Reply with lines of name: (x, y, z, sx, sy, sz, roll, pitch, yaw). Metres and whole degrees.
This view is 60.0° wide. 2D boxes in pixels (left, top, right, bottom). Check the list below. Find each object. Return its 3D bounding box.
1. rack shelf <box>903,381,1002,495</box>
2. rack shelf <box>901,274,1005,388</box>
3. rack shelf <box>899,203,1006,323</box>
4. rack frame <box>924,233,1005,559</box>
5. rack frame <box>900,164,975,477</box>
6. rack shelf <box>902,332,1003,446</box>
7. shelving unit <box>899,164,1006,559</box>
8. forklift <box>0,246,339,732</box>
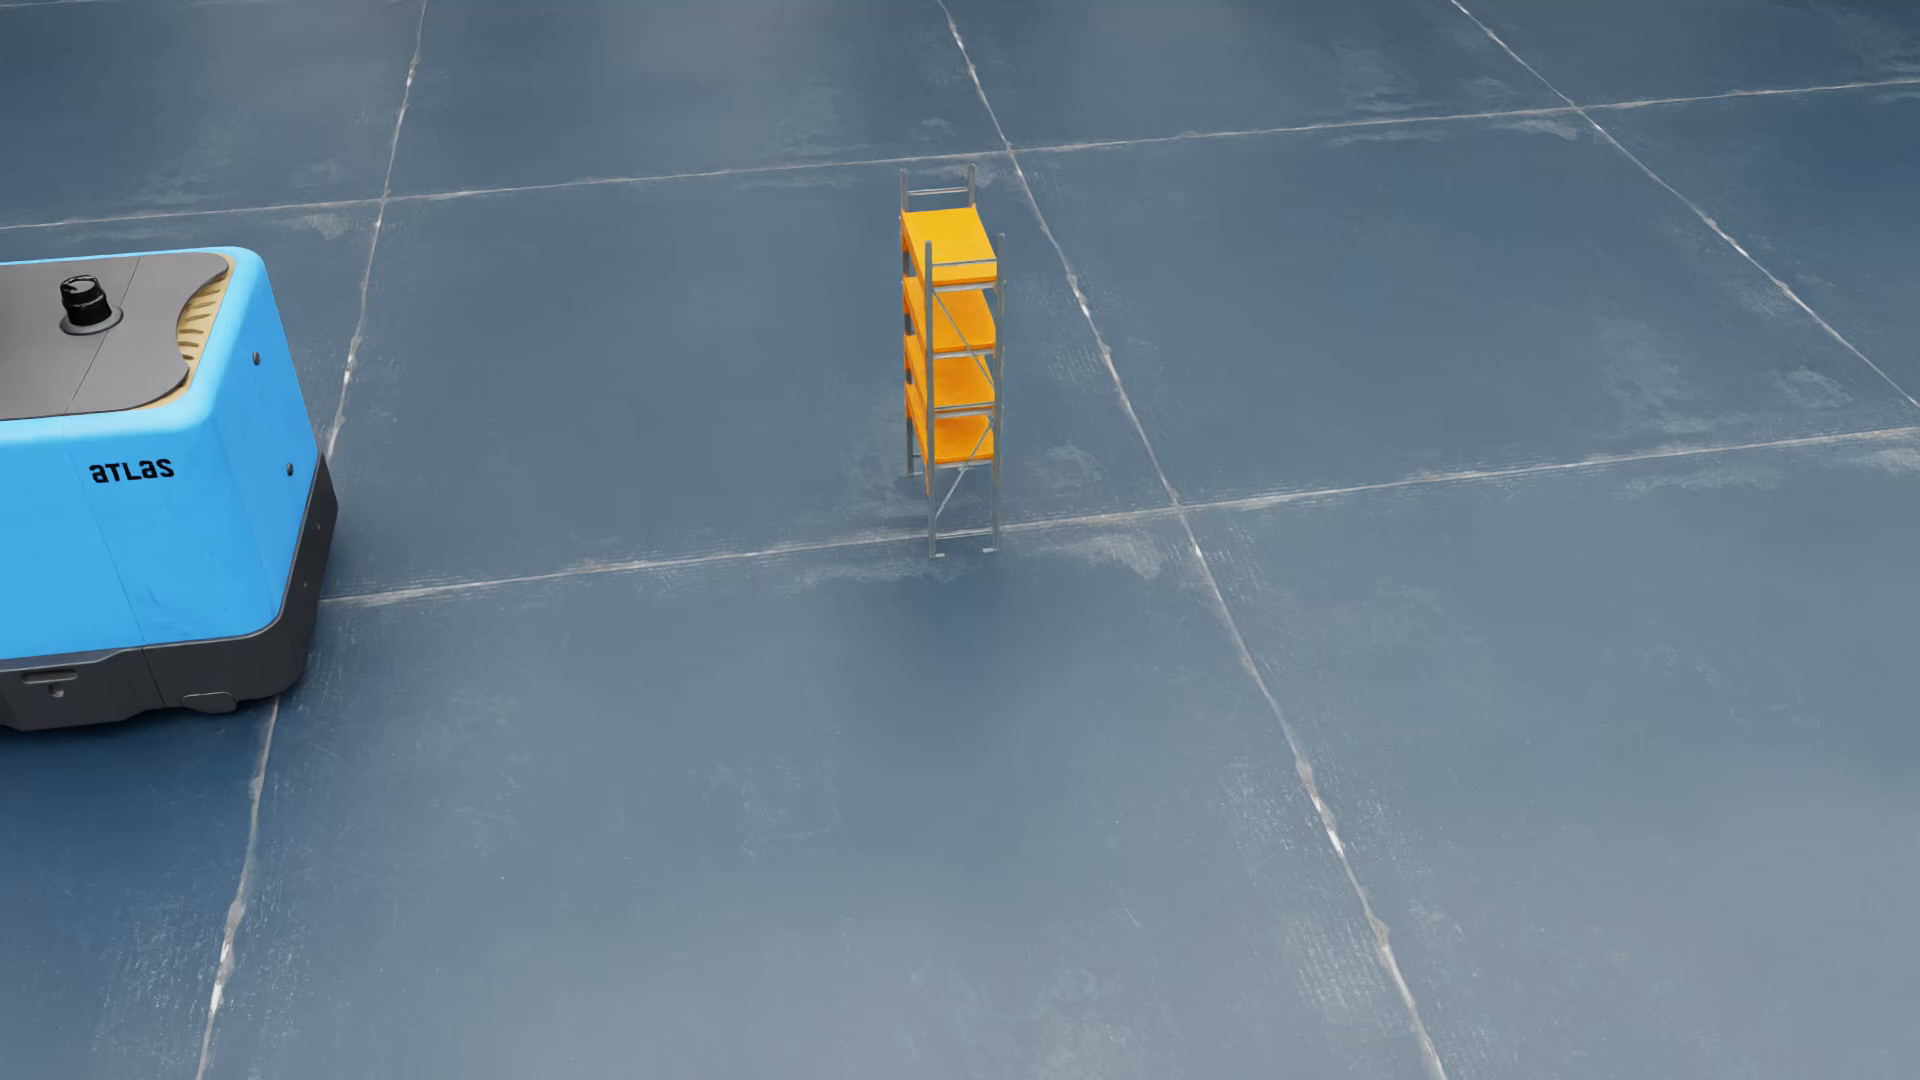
rack shelf: (-0.029, -0.364, 5.674, 0.258, 0.148, 0.480, -6, 38, -8)
rack shelf: (-0.029, -0.697, 5.415, 0.258, 0.148, 0.480, -6, 38, -8)
rack shelf: (-0.029, -0.884, 5.270, 0.258, 0.148, 0.480, -6, 38, -8)
rack frame: (0.014, -0.426, 5.321, 0.240, 1.200, 0.015, -6, 38, -8)
rack frame: (-0.072, -0.721, 5.700, 0.240, 1.200, 0.015, -6, 38, -8)
rack shelf: (-0.029, -0.521, 5.552, 0.258, 0.148, 0.480, -6, 38, -8)
shelving unit: (-0.029, -0.574, 5.511, 0.258, 1.200, 0.503, -6, 38, -8)
forklift: (-3.584, -0.803, 4.395, 3.031, 2.935, 1.130, -6, 38, -7)
